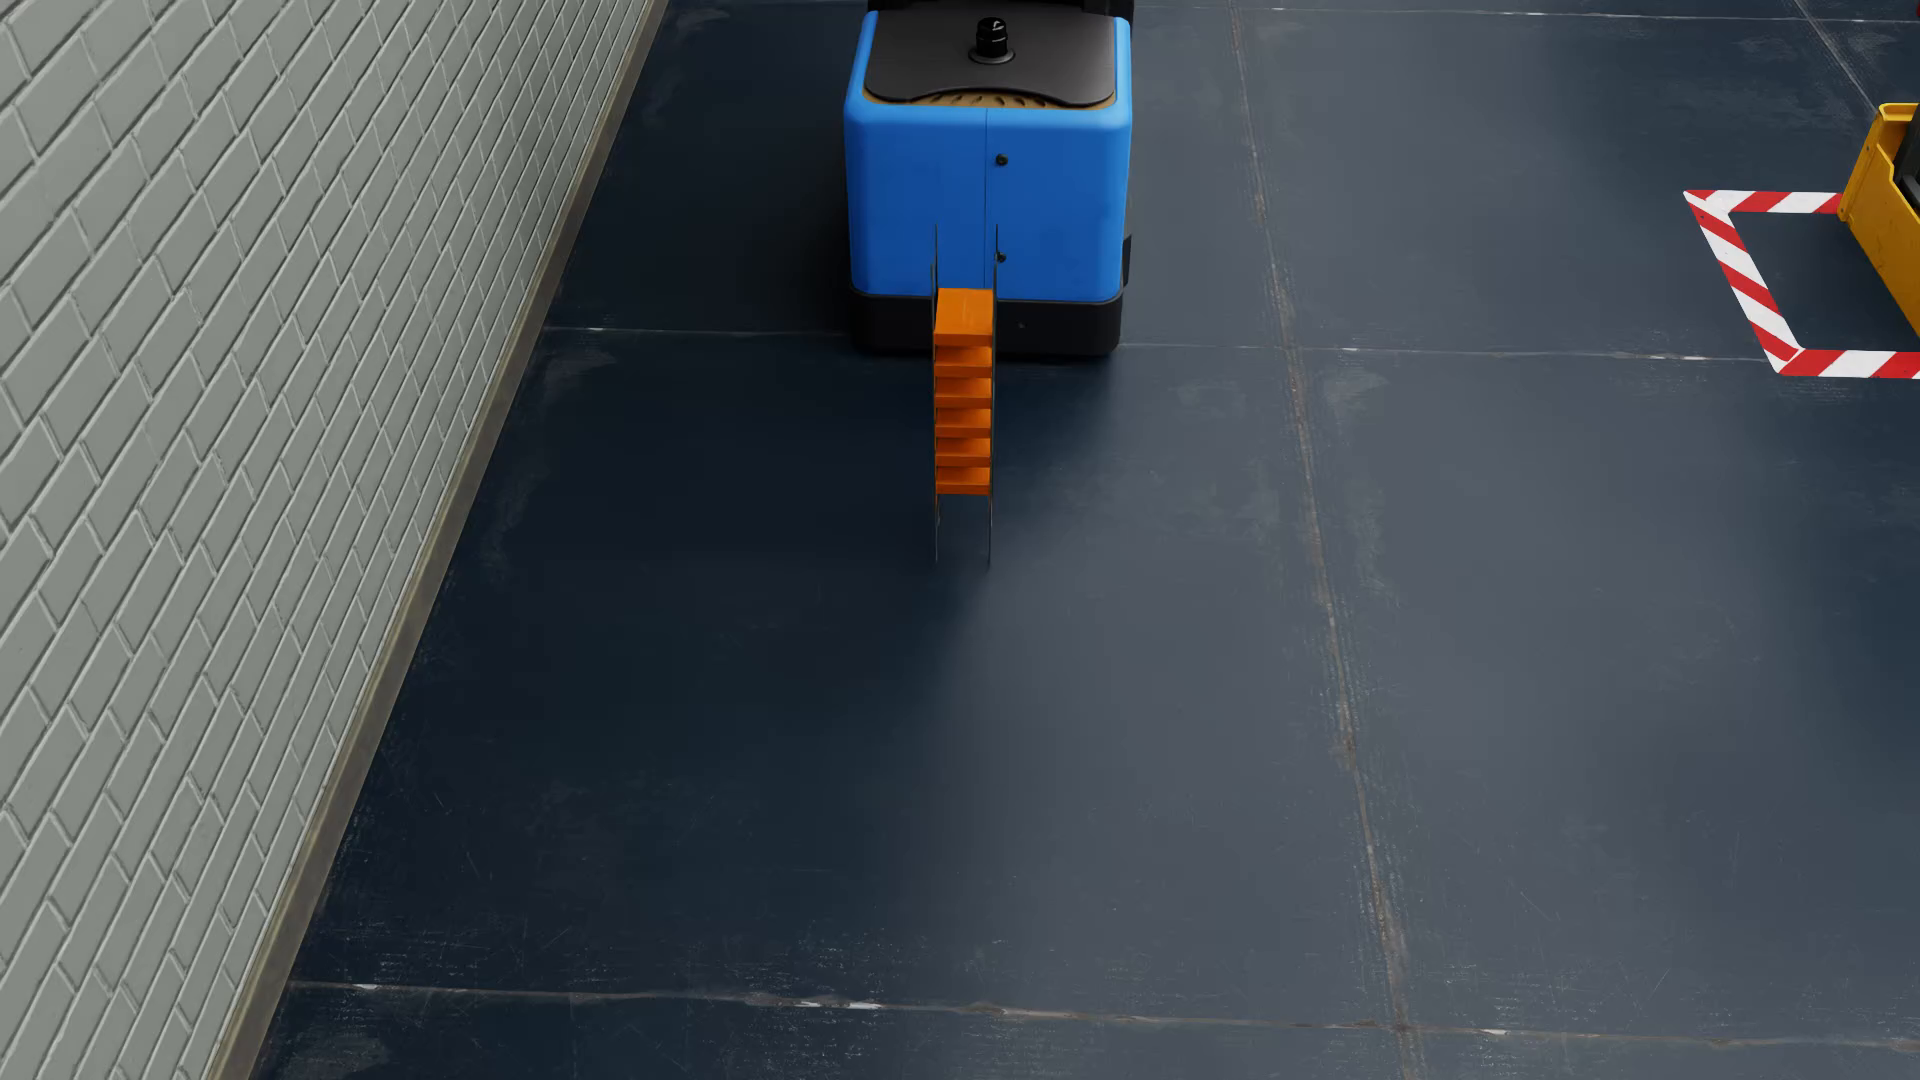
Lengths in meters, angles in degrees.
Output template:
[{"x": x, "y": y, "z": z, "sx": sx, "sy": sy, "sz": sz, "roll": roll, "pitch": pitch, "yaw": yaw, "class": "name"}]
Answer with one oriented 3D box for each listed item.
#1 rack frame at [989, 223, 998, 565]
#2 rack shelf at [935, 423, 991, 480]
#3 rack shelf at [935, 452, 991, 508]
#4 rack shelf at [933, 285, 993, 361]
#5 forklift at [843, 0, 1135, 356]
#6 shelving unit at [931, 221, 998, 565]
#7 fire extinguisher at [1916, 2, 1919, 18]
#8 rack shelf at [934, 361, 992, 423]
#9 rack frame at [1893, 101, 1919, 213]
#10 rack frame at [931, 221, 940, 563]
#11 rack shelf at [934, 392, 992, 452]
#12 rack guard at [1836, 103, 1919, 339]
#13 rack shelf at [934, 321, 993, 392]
[{"x": 0.106, "y": -0.436, "z": 5.338, "sx": 0.006, "sy": 1.200, "sz": 0.240, "roll": 2, "pitch": 43, "yaw": 2, "class": "rack frame"}, {"x": 0.014, "y": -0.318, "z": 5.453, "sx": 0.180, "sy": 0.103, "sz": 0.258, "roll": 2, "pitch": 43, "yaw": 2, "class": "rack shelf"}, {"x": 0.014, "y": -0.230, "z": 5.534, "sx": 0.180, "sy": 0.103, "sz": 0.258, "roll": 2, "pitch": 43, "yaw": 2, "class": "rack shelf"}, {"x": 0.014, "y": -0.669, "z": 5.125, "sx": 0.180, "sy": 0.103, "sz": 0.258, "roll": 2, "pitch": 43, "yaw": 2, "class": "rack shelf"}, {"x": 0.181, "y": -2.777, "z": 6.580, "sx": 1.130, "sy": 2.935, "sz": 3.031, "roll": 2, "pitch": 43, "yaw": 3, "class": "forklift"}, {"x": 0.014, "y": -0.439, "z": 5.341, "sx": 0.189, "sy": 1.200, "sz": 0.258, "roll": 2, "pitch": 43, "yaw": 2, "class": "shelving unit"}, {"x": 3.884, "y": -2.323, "z": 6.374, "sx": 0.183, "sy": 0.674, "sz": 0.296, "roll": 2, "pitch": 43, "yaw": 2, "class": "fire extinguisher"}, {"x": 0.014, "y": -0.494, "z": 5.289, "sx": 0.180, "sy": 0.103, "sz": 0.258, "roll": 2, "pitch": 43, "yaw": 2, "class": "rack shelf"}, {"x": 4.014, "y": -2.174, "z": 5.883, "sx": 0.127, "sy": 3.000, "sz": 1.000, "roll": 2, "pitch": 43, "yaw": 2, "class": "rack frame"}, {"x": -0.077, "y": -0.441, "z": 5.344, "sx": 0.006, "sy": 1.200, "sz": 0.240, "roll": 2, "pitch": 43, "yaw": 2, "class": "rack frame"}, {"x": 0.014, "y": -0.406, "z": 5.371, "sx": 0.180, "sy": 0.103, "sz": 0.258, "roll": 2, "pitch": 43, "yaw": 2, "class": "rack shelf"}, {"x": 3.989, "y": -1.251, "z": 6.726, "sx": 0.348, "sy": 0.500, "sz": 1.175, "roll": 2, "pitch": 43, "yaw": 2, "class": "rack guard"}, {"x": 0.014, "y": -0.582, "z": 5.207, "sx": 0.180, "sy": 0.103, "sz": 0.258, "roll": 2, "pitch": 43, "yaw": 2, "class": "rack shelf"}]
